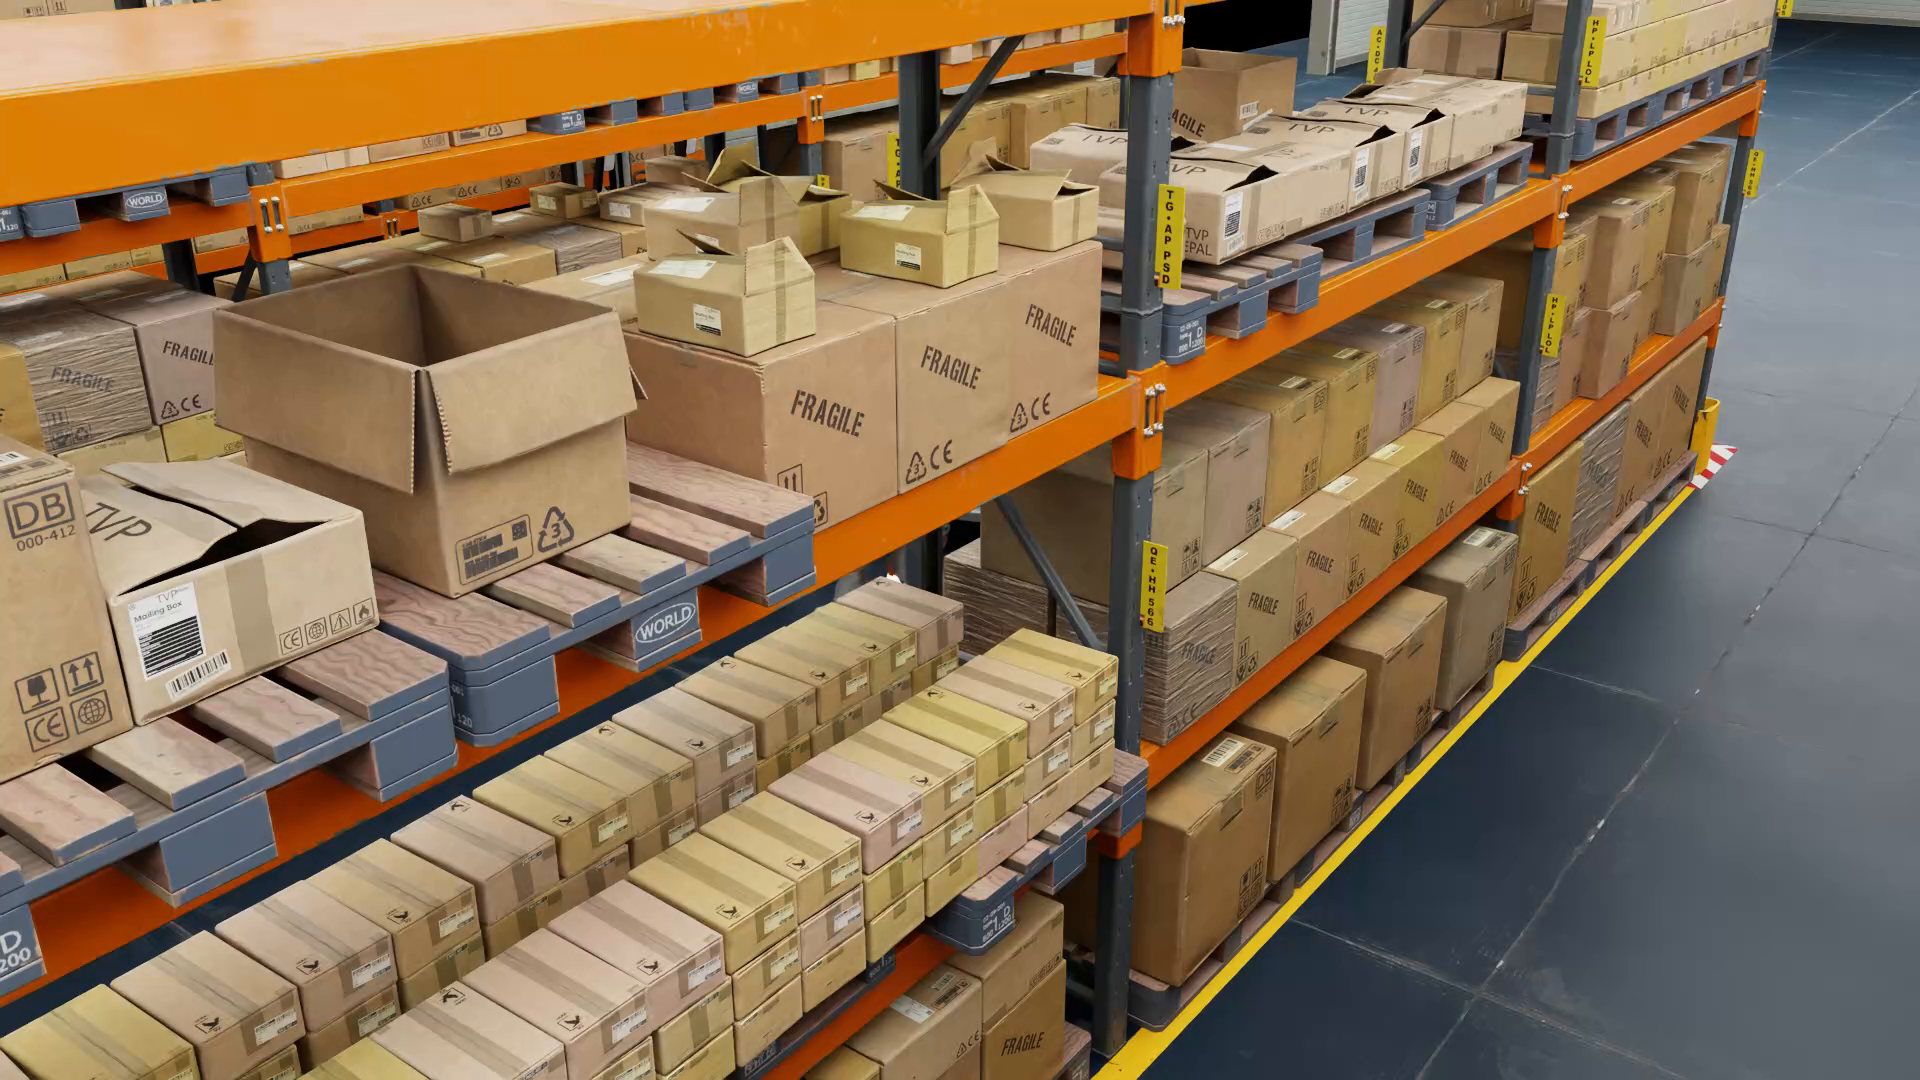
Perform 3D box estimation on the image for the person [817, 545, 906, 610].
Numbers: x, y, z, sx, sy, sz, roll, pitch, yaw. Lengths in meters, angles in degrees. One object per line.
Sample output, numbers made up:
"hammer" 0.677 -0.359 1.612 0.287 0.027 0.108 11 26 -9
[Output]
"person" -0.478 -0.172 9.507 0.848 1.651 0.454 15 28 30
